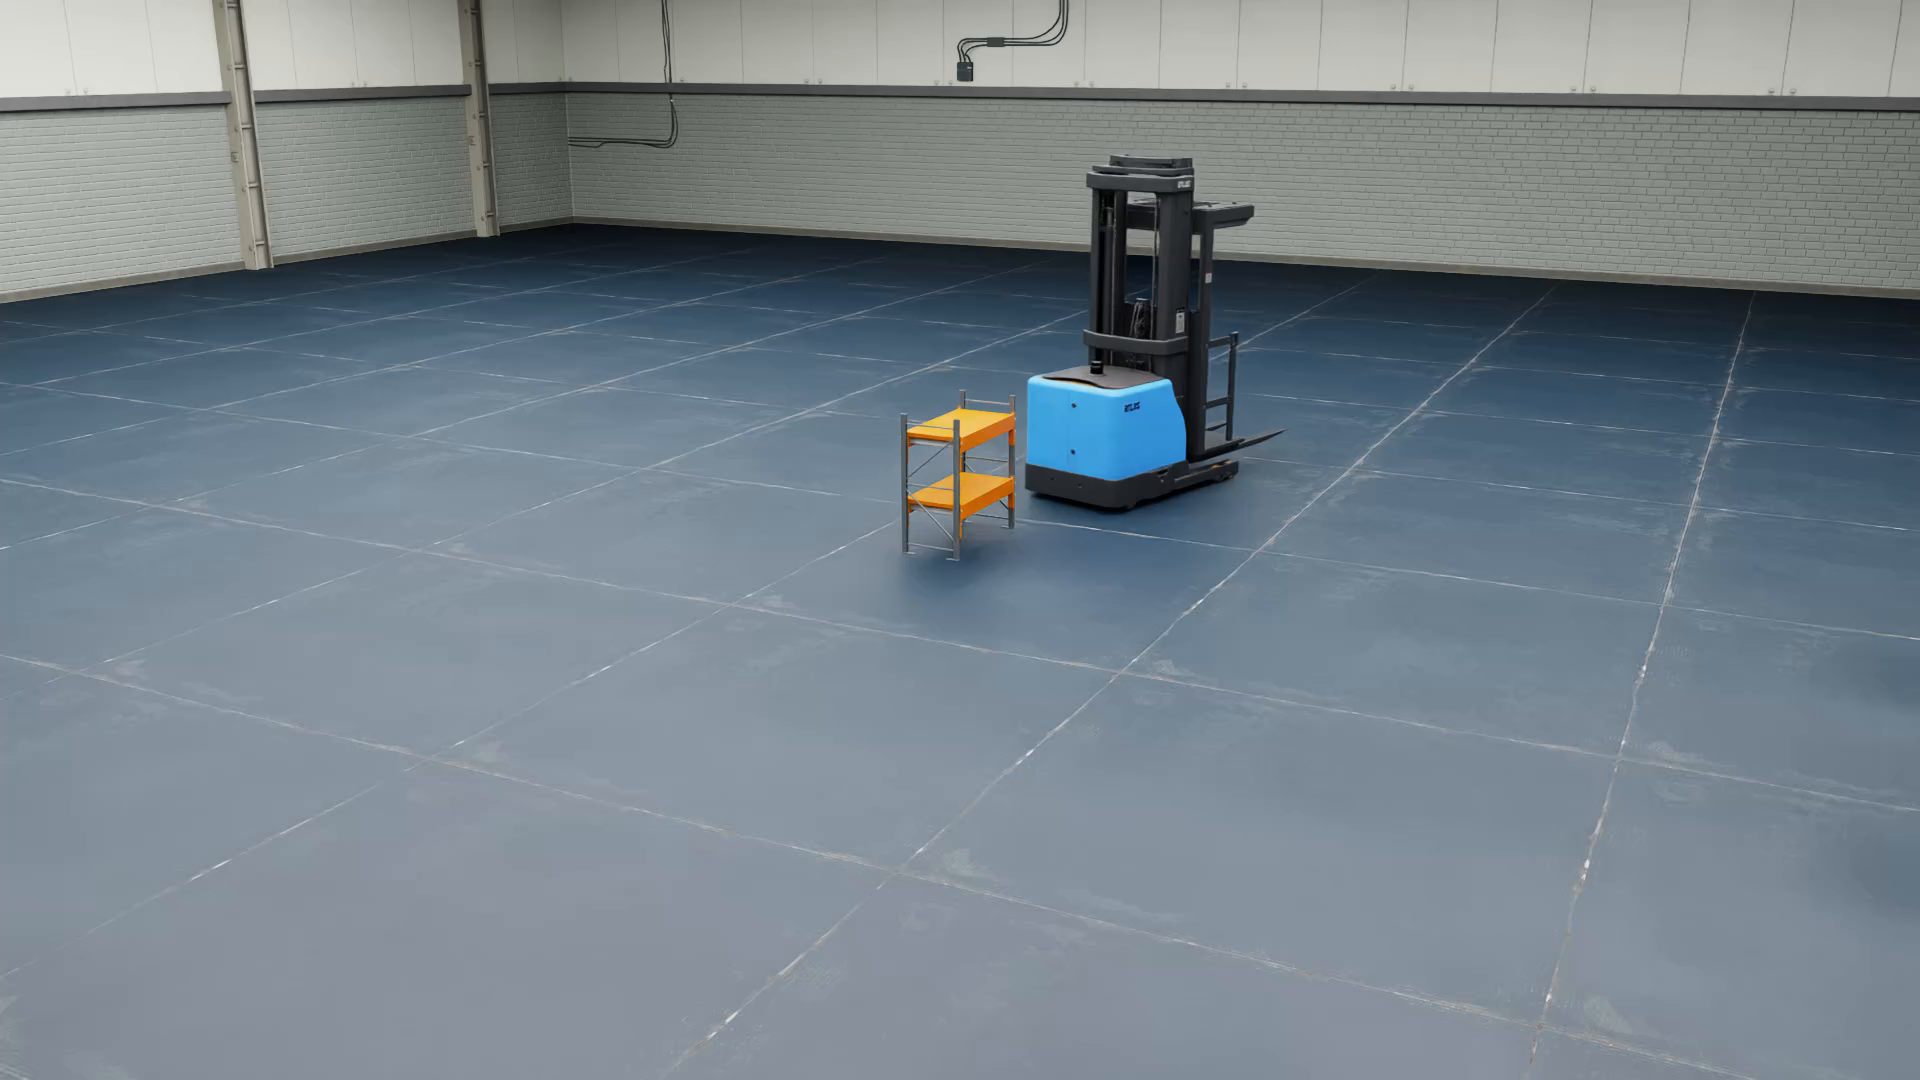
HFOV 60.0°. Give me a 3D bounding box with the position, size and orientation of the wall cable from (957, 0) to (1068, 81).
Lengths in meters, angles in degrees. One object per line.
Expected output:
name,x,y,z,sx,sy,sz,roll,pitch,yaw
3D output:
wall cable,0.988,-11.761,31.342,2.305,6.003,0.169,8,18,25

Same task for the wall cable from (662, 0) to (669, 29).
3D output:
wall cable,-5.078,-11.930,34.471,3.097,2.526,0.112,8,18,25

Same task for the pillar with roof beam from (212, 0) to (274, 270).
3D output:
pillar with roof beam,-8.827,-8.684,26.957,9.100,9.000,0.400,8,18,25

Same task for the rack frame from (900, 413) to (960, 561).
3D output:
rack frame,-0.230,-0.408,12.922,0.500,1.125,0.032,8,18,25

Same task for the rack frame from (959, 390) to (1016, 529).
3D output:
rack frame,0.224,-0.667,13.794,0.500,1.125,0.032,8,18,25

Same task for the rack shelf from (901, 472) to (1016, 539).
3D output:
rack shelf,-0.003,-0.303,13.428,0.538,0.278,1.000,8,18,25

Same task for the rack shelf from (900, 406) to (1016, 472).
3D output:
rack shelf,-0.003,-0.818,13.275,0.538,0.278,1.000,8,18,25

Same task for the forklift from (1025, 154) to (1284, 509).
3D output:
forklift,1.938,-2.018,15.172,1.130,2.935,3.031,14,22,40

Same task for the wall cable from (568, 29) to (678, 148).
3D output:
wall cable,-7.498,-9.854,36.349,3.097,2.526,0.112,8,18,25

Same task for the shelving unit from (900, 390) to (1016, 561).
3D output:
shelving unit,-0.003,-0.537,13.358,0.538,1.125,1.048,8,18,25

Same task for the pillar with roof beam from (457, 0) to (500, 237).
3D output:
pillar with roof beam,-6.146,-10.212,32.102,9.100,9.000,0.400,8,18,25
